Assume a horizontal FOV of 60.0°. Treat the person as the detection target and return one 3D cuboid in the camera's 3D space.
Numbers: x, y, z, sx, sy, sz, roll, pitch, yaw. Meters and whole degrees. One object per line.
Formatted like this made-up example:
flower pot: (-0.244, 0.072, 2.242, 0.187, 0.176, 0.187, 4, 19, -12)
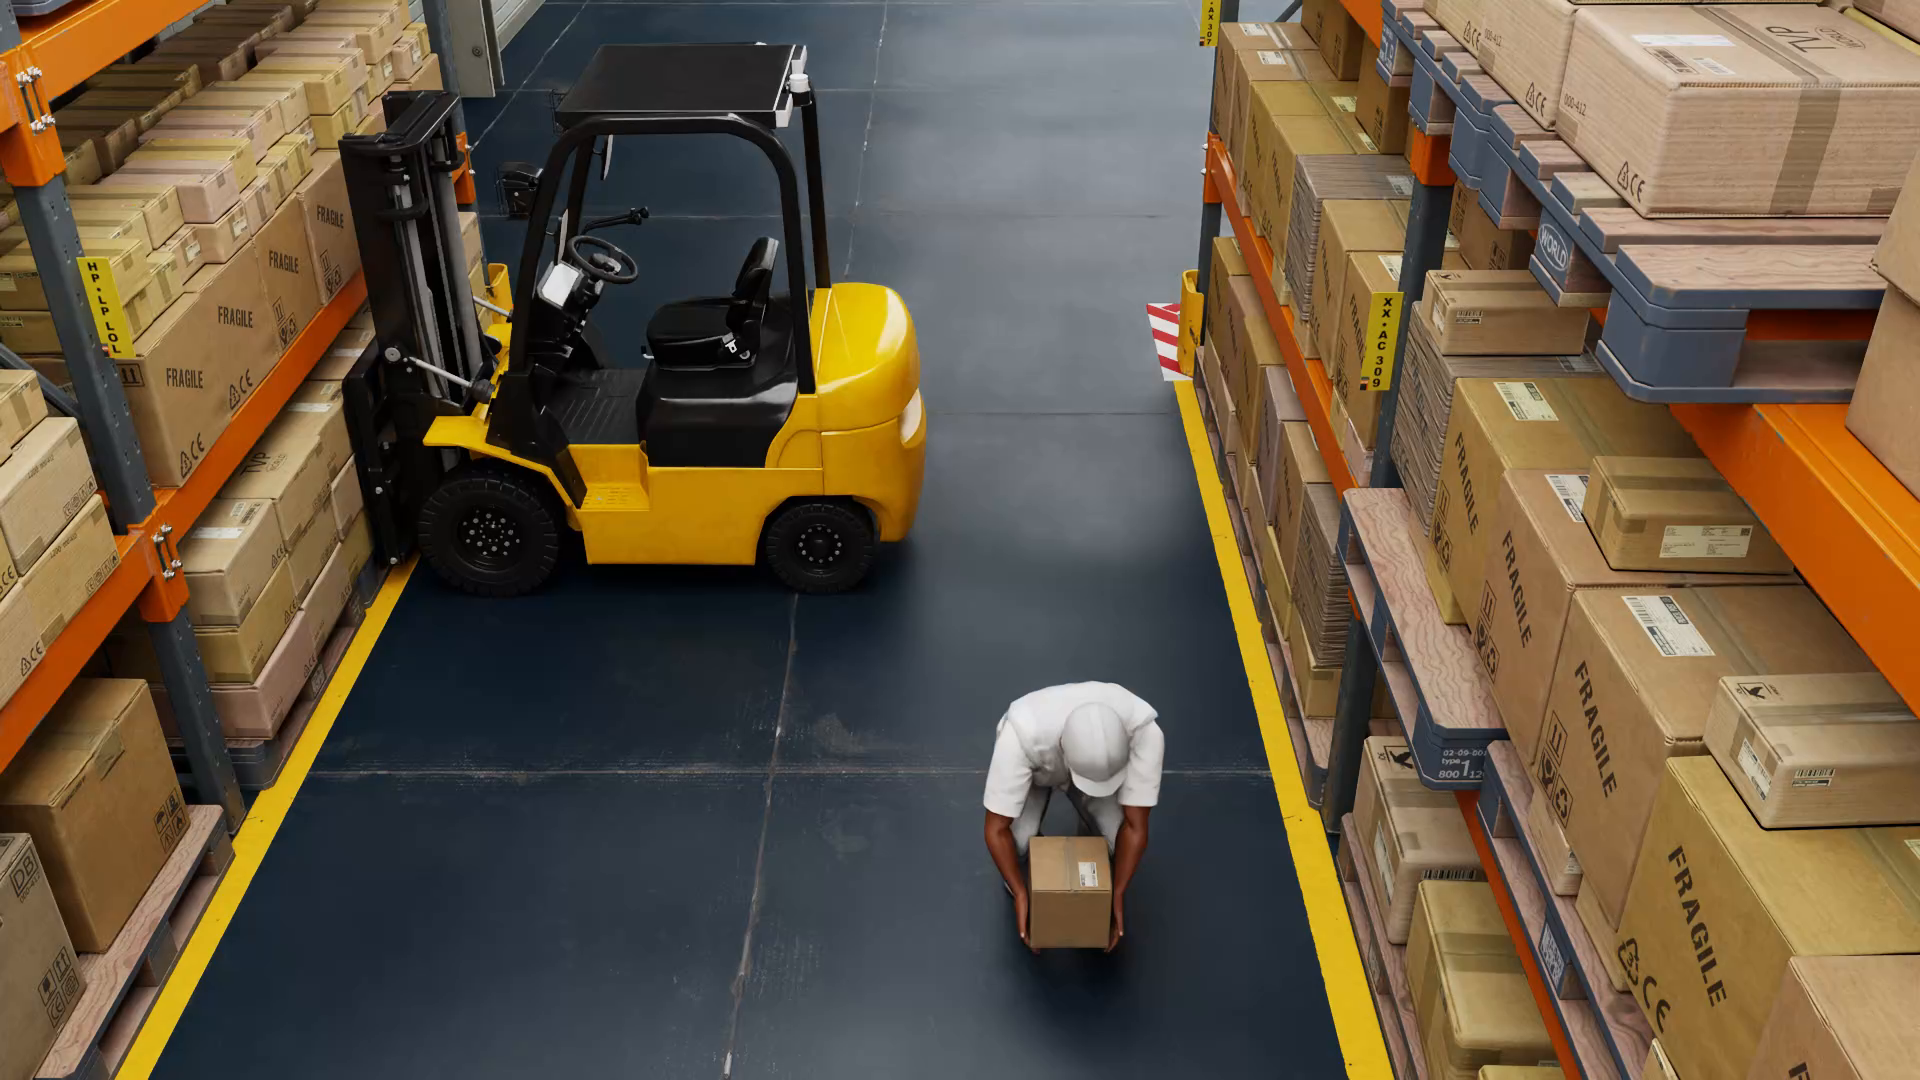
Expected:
person: (0.369, 0.810, 5.529, 0.590, 0.998, 0.882, 0, 31, -1)
